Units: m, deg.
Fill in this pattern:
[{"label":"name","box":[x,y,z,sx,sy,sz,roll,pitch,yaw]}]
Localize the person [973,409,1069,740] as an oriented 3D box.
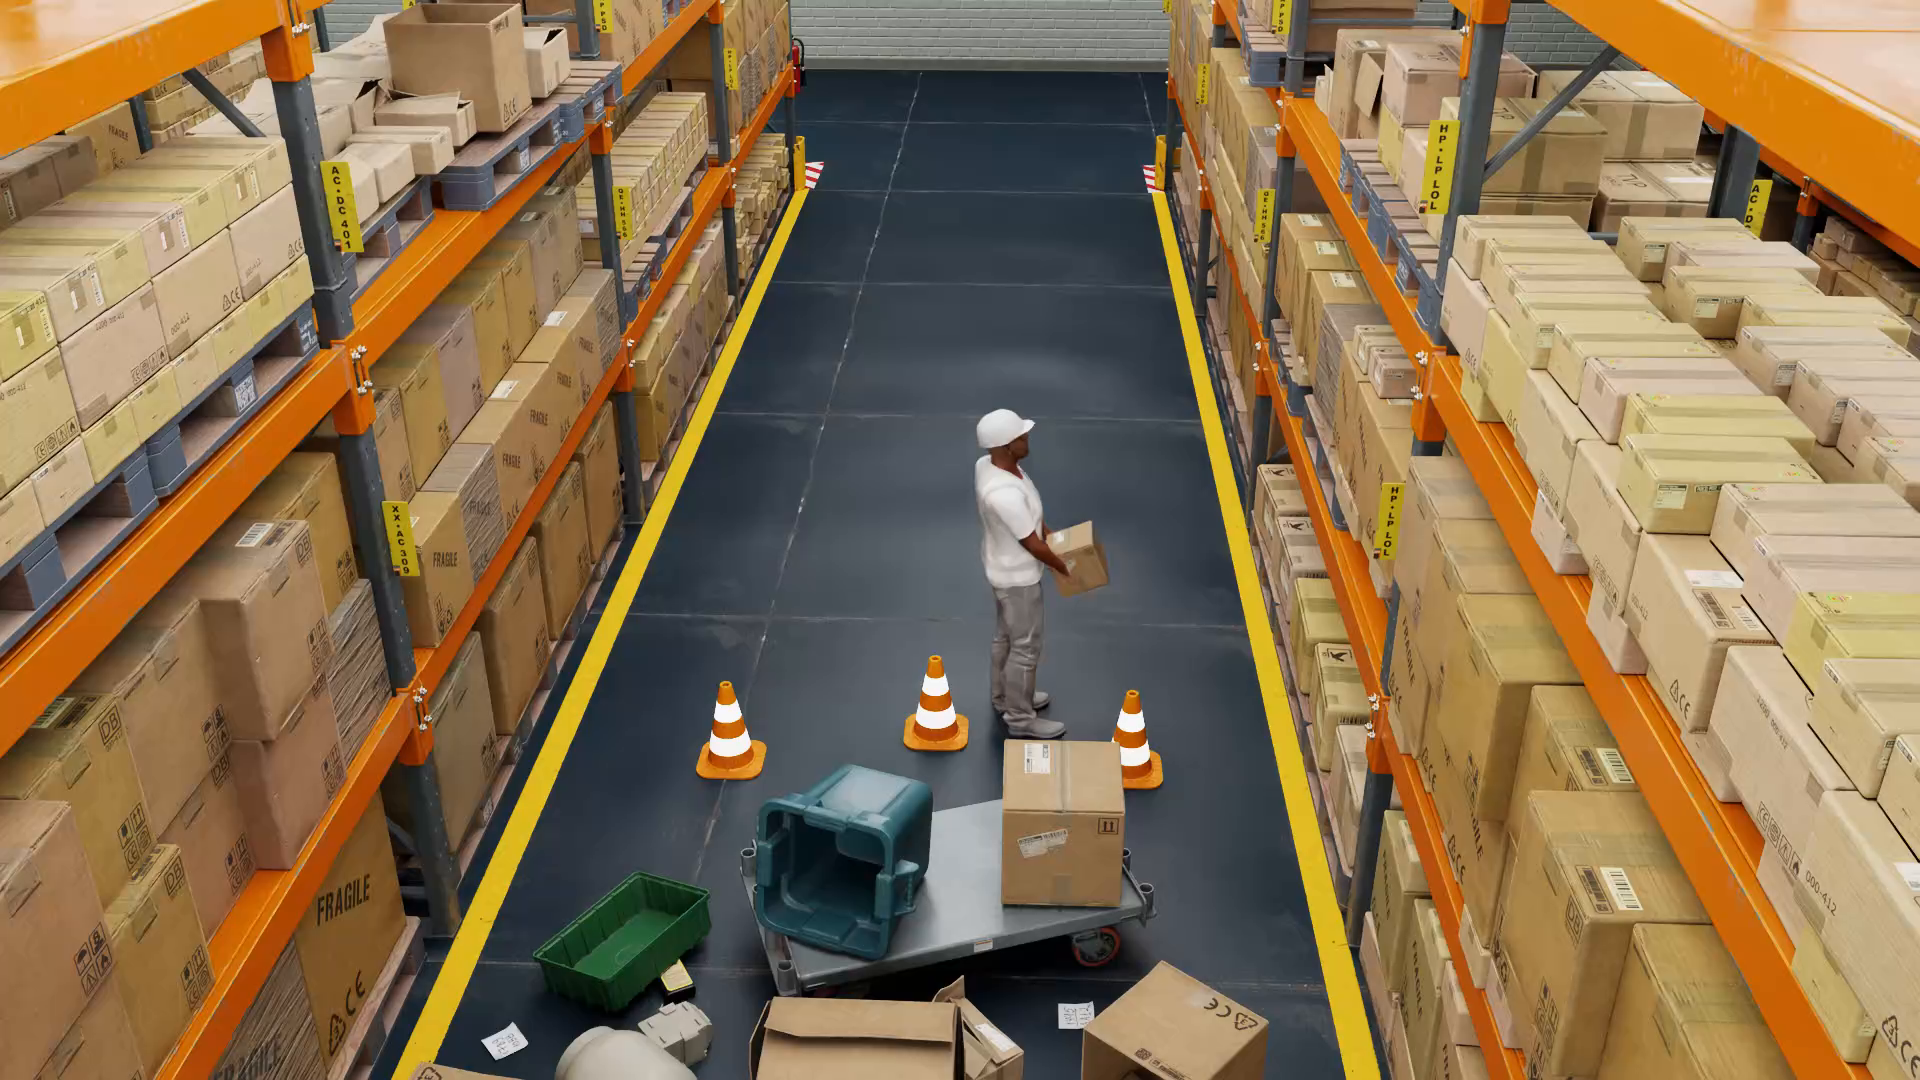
[{"label":"person","box":[0.351,0.154,8.533,0.559,1.772,0.543,-3,28,-6]}]
